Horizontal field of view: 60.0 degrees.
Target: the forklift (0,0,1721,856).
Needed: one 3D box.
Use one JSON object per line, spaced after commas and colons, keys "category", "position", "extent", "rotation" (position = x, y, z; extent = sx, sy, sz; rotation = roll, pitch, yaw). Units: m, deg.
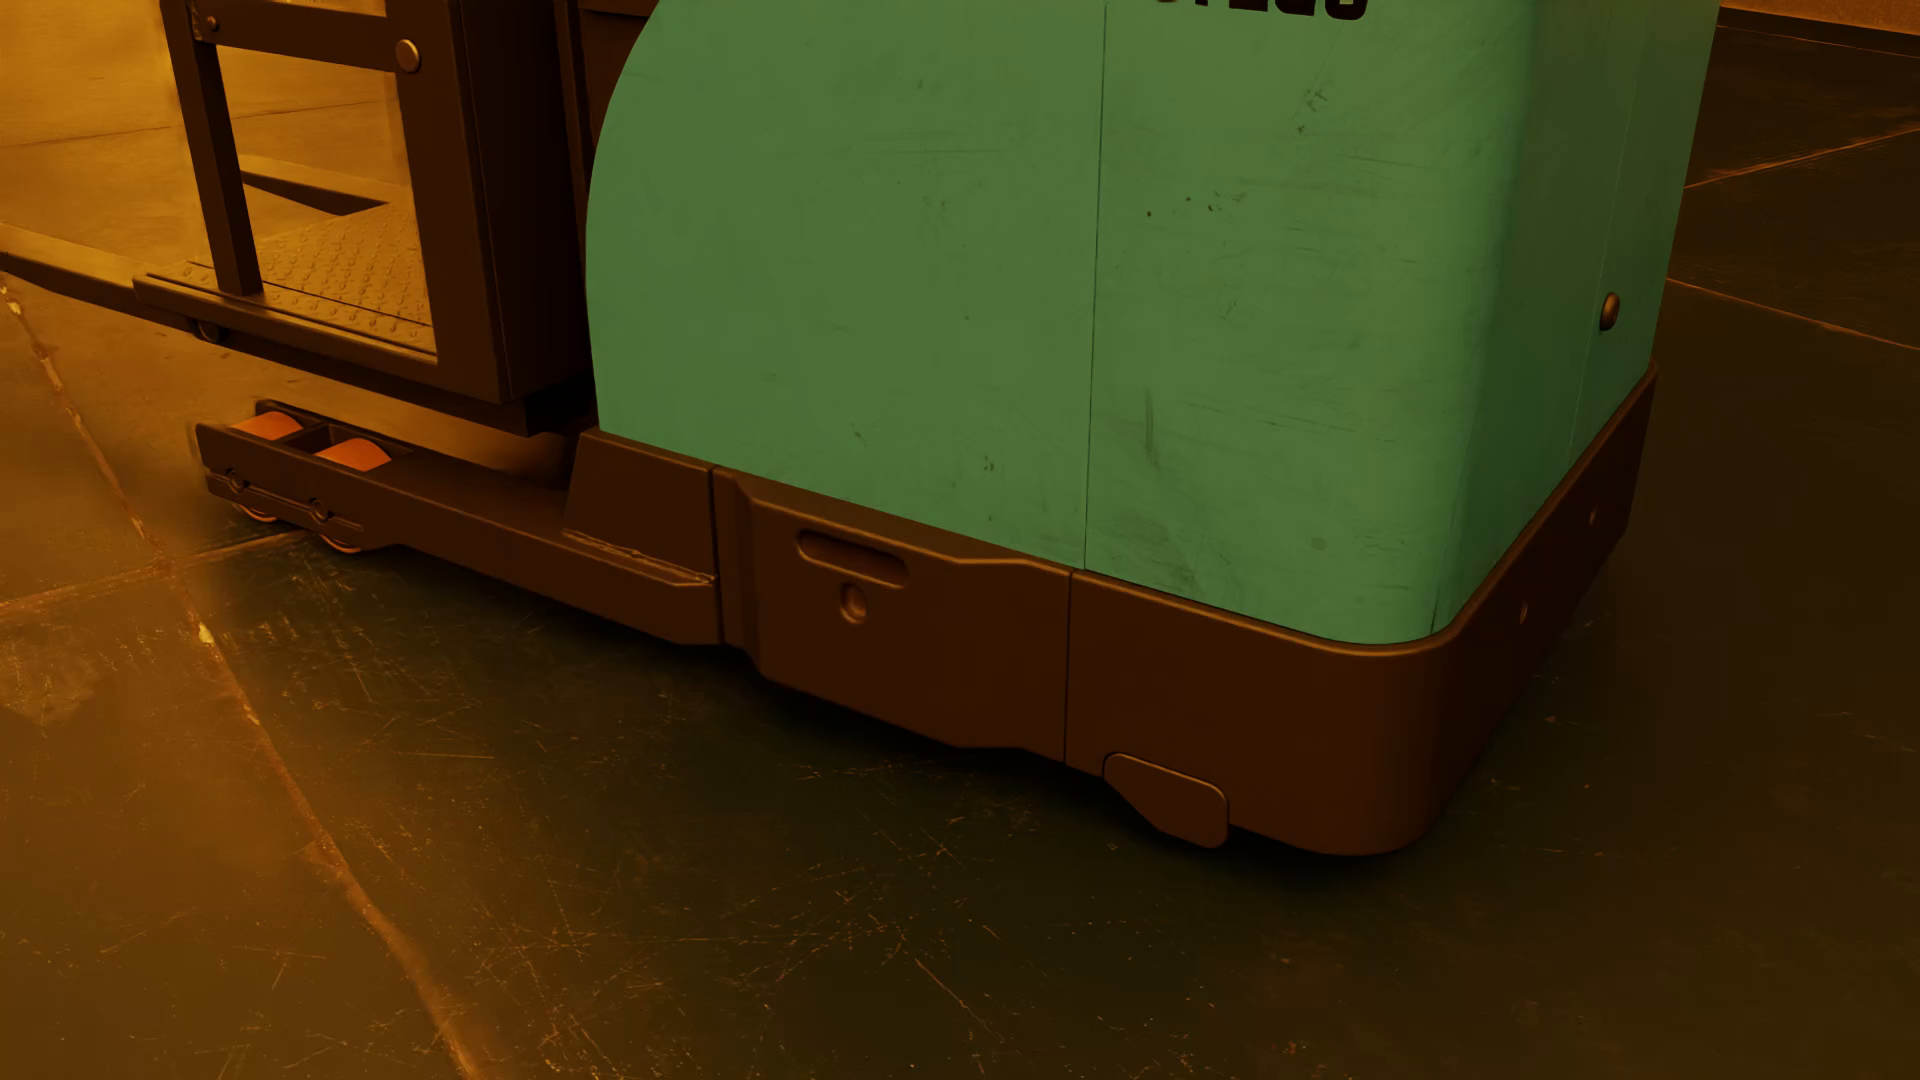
{"category": "forklift", "position": [-0.553, -1.471, 2.163], "extent": [3.031, 2.935, 1.130], "rotation": [16, 31, 29]}
